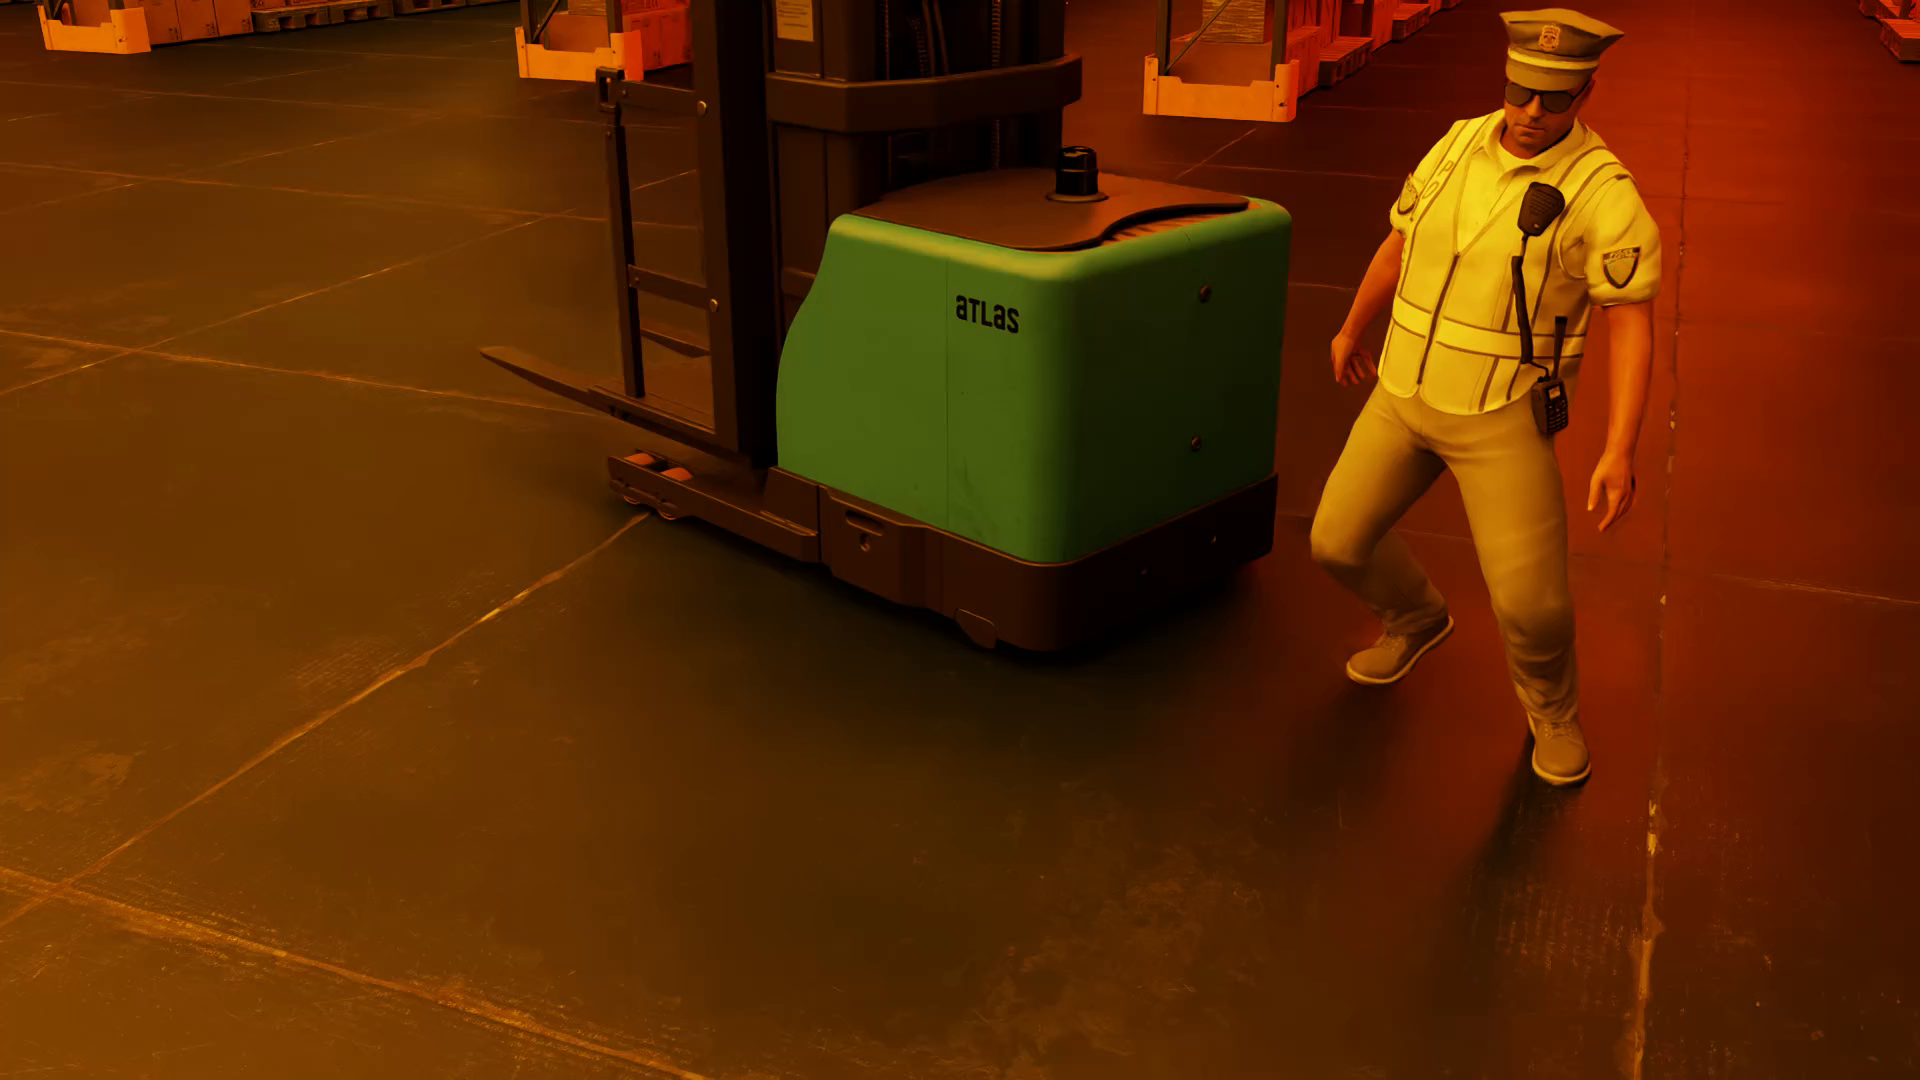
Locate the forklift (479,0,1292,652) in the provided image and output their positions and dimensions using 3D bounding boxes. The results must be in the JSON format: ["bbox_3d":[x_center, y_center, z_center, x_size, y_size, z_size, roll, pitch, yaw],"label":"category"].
[{"bbox_3d":[-0.487,-1.538,4.972,3.031,2.935,1.130,21,30,40],"label":"forklift"}]

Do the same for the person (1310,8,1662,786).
[{"bbox_3d":[1.157,-0.339,3.763,0.491,1.673,0.898,-17,28,-35],"label":"person"}]
